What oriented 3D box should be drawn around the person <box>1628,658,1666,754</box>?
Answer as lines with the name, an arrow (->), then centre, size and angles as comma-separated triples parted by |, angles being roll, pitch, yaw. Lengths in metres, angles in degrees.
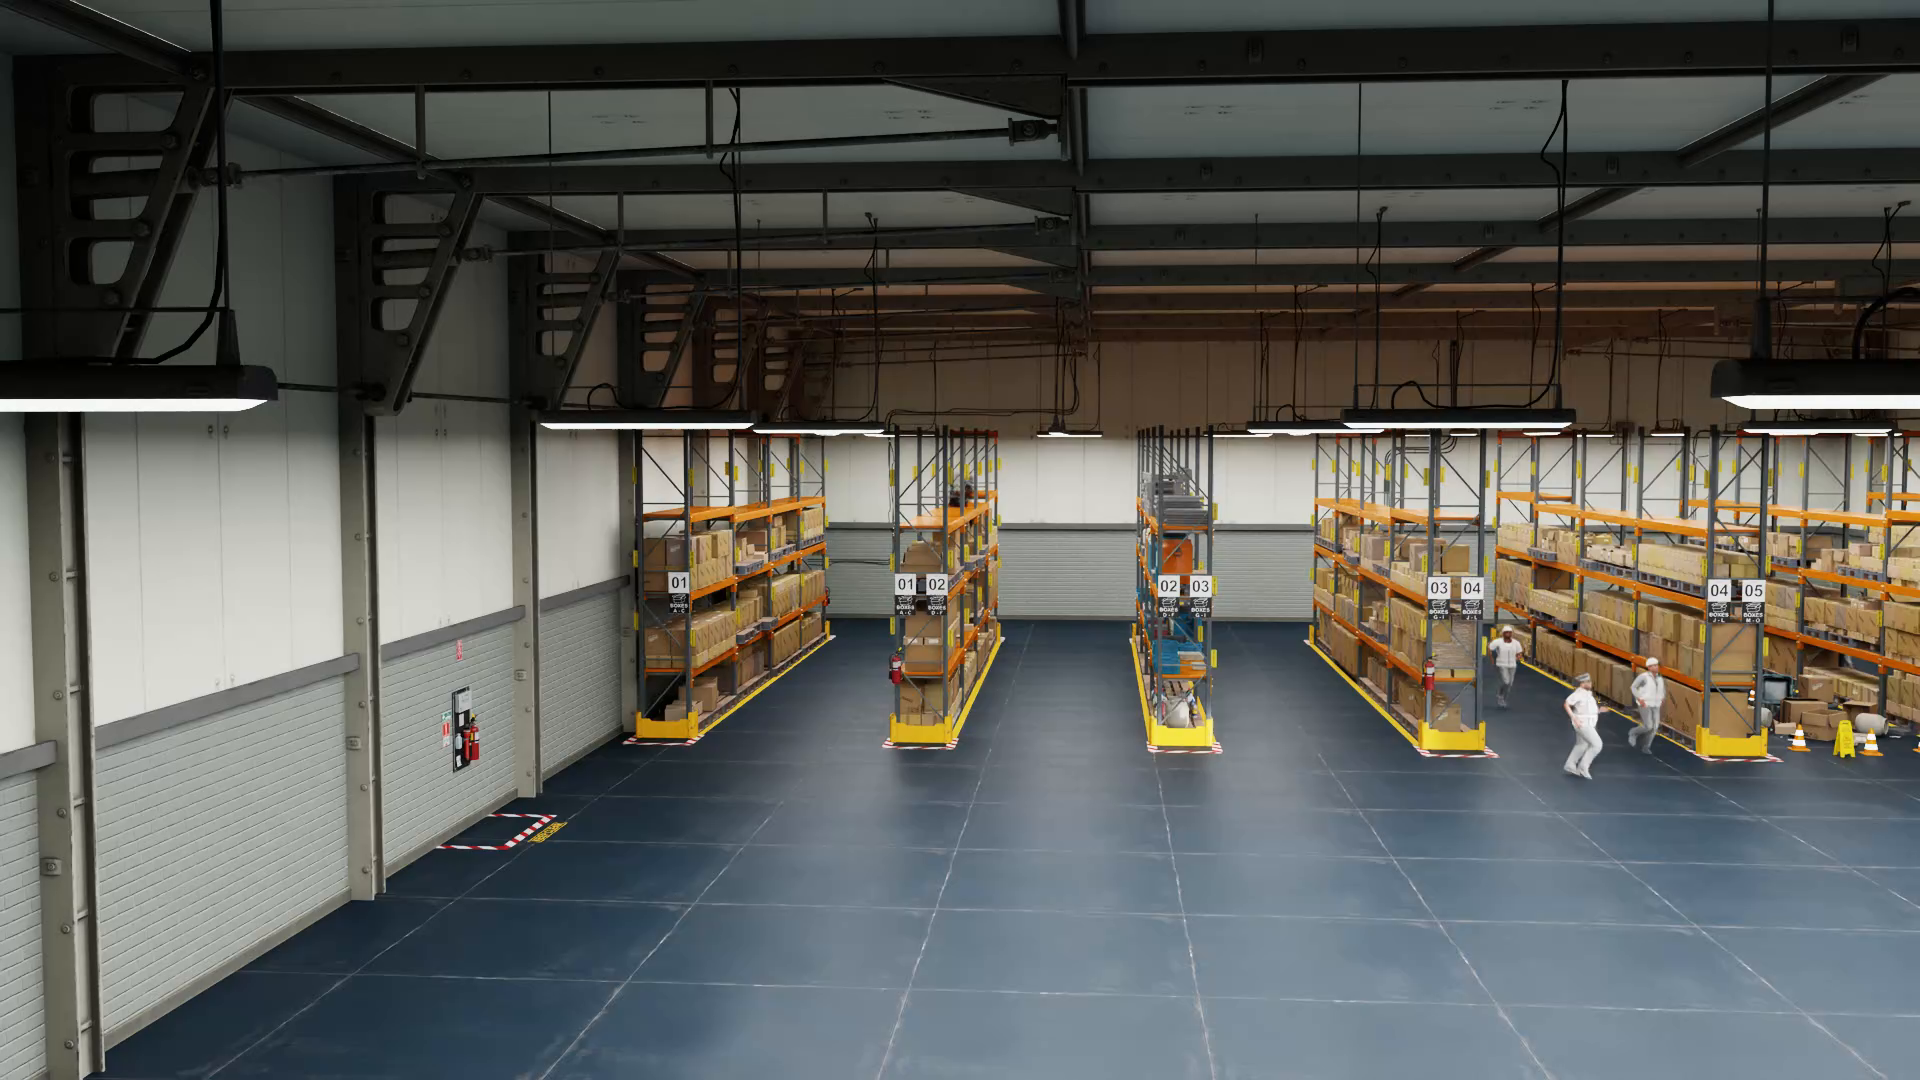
person -> 12.680, 3.039, 30.604 | 0.704, 1.755, 0.545 | -1, 4, -18

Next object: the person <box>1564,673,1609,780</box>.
person -> 10.618, 3.151, 28.184 | 0.715, 1.810, 0.638 | 2, 4, 30

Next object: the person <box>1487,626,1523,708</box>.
person -> 11.683, 2.708, 35.503 | 0.677, 1.749, 0.667 | 0, 3, -4

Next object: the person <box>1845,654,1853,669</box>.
person -> 21.503, 2.430, 40.723 | 0.587, 1.731, 0.926 | 0, 3, 5
